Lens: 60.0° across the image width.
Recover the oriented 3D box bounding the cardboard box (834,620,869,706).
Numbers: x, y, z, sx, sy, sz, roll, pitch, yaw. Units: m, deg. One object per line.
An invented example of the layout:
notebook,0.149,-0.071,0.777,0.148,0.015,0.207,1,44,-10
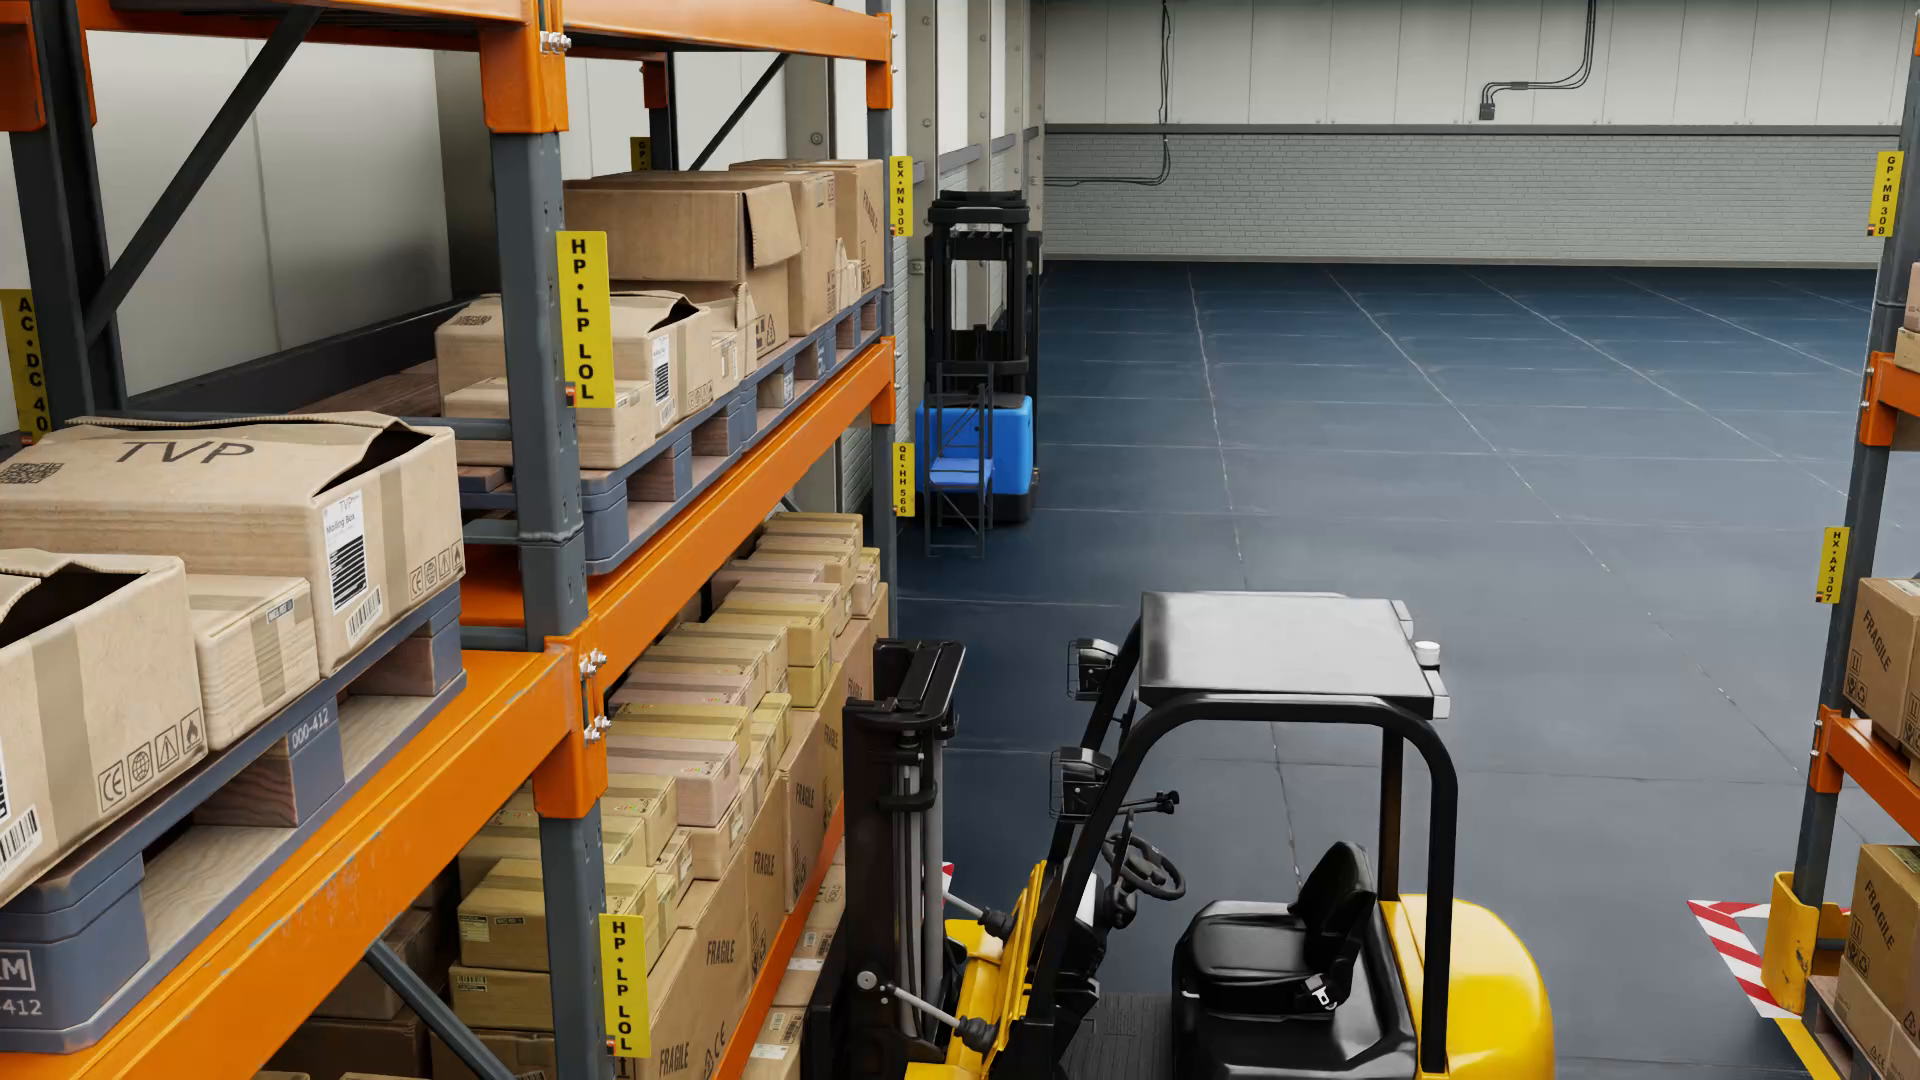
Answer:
cardboard box,-0.647,0.614,6.453,0.500,0.500,0.500,2,15,8

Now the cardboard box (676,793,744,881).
cardboard box,-0.807,0.796,4.536,0.380,0.149,0.250,2,15,7

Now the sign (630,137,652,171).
sign,-1.335,-1.533,7.014,0.100,0.325,0.005,2,15,6

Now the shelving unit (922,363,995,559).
shelving unit,-0.002,-0.703,14.389,0.538,1.500,1.048,1,15,5

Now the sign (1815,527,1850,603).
sign,3.609,0.104,6.872,0.100,0.325,0.005,2,15,6

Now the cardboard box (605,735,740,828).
cardboard box,-0.814,0.650,4.506,0.380,0.149,0.250,2,15,8

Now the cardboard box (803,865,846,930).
cardboard box,-0.625,1.427,6.186,0.500,0.250,0.500,2,15,7

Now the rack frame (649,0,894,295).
rack frame,-0.784,-2.503,6.680,1.000,3.000,0.127,2,15,6

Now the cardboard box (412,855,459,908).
cardboard box,-1.430,0.770,4.066,0.380,0.149,0.250,1,15,5

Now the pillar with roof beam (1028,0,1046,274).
pillar with roof beam,5.904,-10.003,34.417,9.100,9.000,0.400,2,15,6

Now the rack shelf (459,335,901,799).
rack shelf,-1.010,-0.189,5.248,1.077,0.370,4.000,2,15,6

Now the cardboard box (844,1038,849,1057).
cardboard box,-0.633,1.676,6.224,0.500,0.250,0.500,1,15,5

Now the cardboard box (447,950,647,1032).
cardboard box,-0.938,0.994,3.806,0.380,0.149,0.250,1,15,5

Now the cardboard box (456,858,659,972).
cardboard box,-0.905,0.851,3.764,0.380,0.149,0.250,2,15,7

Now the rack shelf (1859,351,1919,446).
rack shelf,3.923,-0.044,4.710,1.077,0.370,4.000,2,15,6

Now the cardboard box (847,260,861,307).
cardboard box,-0.576,-0.961,6.209,0.380,0.149,0.250,1,15,5

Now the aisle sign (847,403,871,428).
aisle sign,-0.485,-0.871,7.155,0.394,0.787,0.004,2,15,6

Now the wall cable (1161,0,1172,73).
wall cable,5.961,-11.715,37.019,3.097,2.526,0.112,2,15,6

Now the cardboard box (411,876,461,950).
cardboard box,-1.461,0.912,4.109,0.380,0.149,0.250,1,15,5

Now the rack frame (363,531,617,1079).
rack frame,-1.236,1.430,3.627,1.000,3.000,0.127,2,15,6

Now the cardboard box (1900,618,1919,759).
cardboard box,3.764,0.595,5.953,0.500,0.500,0.500,2,15,8

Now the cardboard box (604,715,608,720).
cardboard box,-1.281,0.578,5.344,0.380,0.149,0.250,1,15,4

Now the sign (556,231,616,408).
sign,-0.695,-0.406,3.077,0.100,0.325,0.005,2,15,6

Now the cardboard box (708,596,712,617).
cardboard box,-1.080,0.243,6.583,0.380,0.149,0.250,1,15,5

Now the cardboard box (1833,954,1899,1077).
cardboard box,3.782,1.864,6.487,0.500,0.250,0.500,2,15,6

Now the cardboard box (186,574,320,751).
cardboard box,-1.058,0.147,2.112,0.380,0.149,0.250,2,15,6

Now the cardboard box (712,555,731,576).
cardboard box,-1.113,0.104,6.526,0.380,0.149,0.250,2,15,7

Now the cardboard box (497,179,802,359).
cardboard box,-0.911,-0.821,5.011,0.797,0.503,0.637,2,15,8

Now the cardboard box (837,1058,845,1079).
cardboard box,-0.691,2.042,5.827,0.500,0.250,0.500,2,15,8

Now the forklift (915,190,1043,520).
forklift,0.230,-1.927,16.172,1.130,2.935,3.031,1,15,5

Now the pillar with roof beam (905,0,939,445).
pillar with roof beam,3.873,-5.335,17.152,9.100,9.000,0.400,2,15,6

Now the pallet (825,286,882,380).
pallet,-0.890,-0.830,6.408,1.003,0.211,1.213,2,15,6

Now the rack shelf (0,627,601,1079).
rack shelf,-1.461,0.848,1.411,1.077,0.370,4.000,2,15,6

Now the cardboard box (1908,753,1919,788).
cardboard box,3.779,0.873,6.167,0.380,0.149,0.250,1,15,4

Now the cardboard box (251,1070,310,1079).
cardboard box,-1.488,1.153,3.215,0.380,0.149,0.250,1,15,5

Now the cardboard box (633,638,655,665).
cardboard box,-1.237,0.369,5.548,0.380,0.149,0.250,2,15,7

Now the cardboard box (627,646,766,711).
cardboard box,-0.828,0.450,5.249,0.380,0.149,0.250,2,15,6

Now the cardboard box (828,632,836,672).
cardboard box,-0.657,0.397,6.014,0.380,0.149,0.250,1,15,4

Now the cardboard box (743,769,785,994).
cardboard box,-0.828,1.007,4.998,0.500,0.500,0.500,2,15,6

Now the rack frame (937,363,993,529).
rack frame,0.044,-0.835,14.878,0.500,1.500,0.032,1,15,5

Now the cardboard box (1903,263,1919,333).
cardboard box,3.827,-0.859,6.062,0.500,0.250,0.500,1,15,5

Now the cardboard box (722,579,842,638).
cardboard box,-0.636,0.253,5.974,0.380,0.149,0.250,2,15,8

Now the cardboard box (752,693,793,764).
cardboard box,-0.744,0.593,5.287,0.380,0.149,0.250,1,15,5

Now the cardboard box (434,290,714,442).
cardboard box,-0.900,-0.434,3.950,0.500,0.311,0.500,2,15,7

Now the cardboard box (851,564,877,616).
cardboard box,-0.544,0.197,6.754,0.380,0.149,0.250,2,15,7

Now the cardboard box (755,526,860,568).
cardboard box,-0.612,0.052,6.720,0.380,0.149,0.250,2,15,6
